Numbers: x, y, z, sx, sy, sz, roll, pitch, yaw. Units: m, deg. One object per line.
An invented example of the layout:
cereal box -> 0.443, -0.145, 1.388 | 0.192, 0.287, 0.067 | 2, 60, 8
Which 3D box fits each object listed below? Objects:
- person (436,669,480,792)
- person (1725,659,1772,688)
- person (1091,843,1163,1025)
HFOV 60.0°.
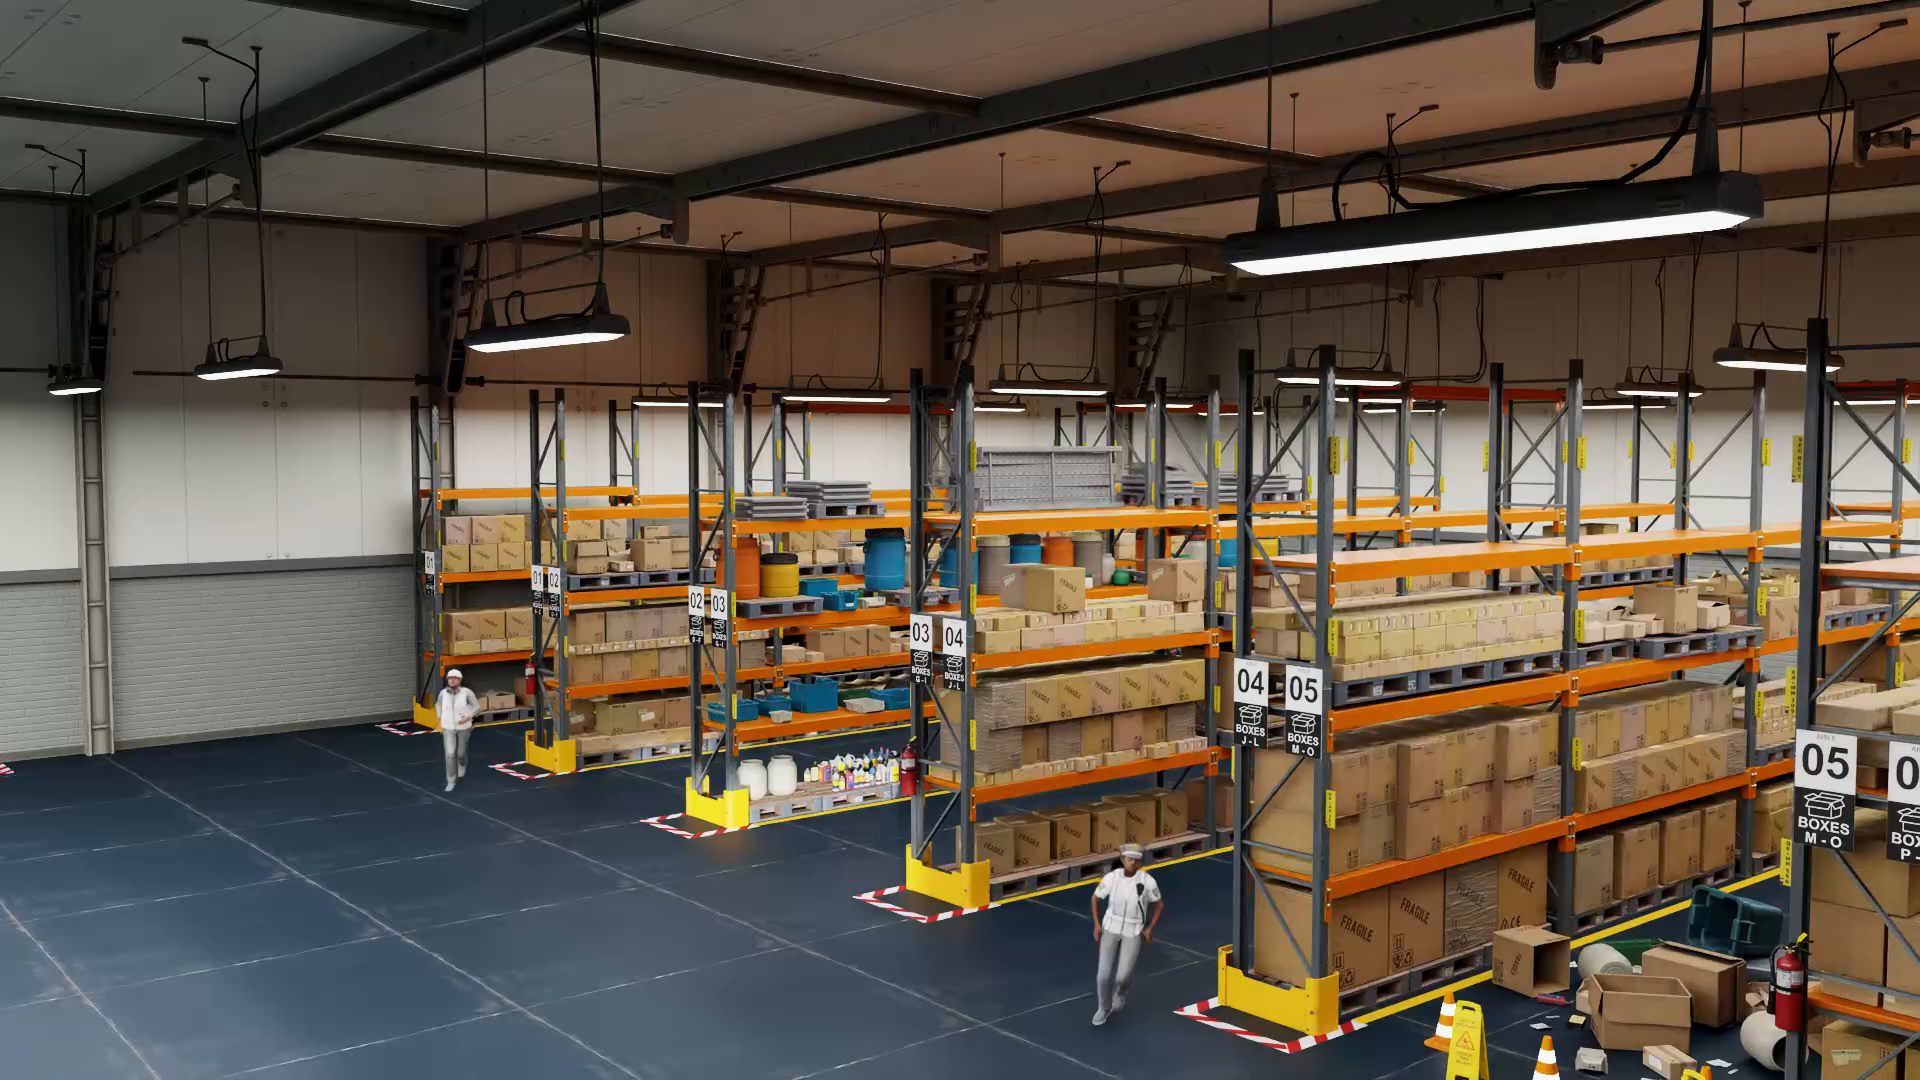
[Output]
person -> -7.521, 2.817, 24.916 | 0.669, 1.799, 0.834 | 0, 3, -8
person -> 13.126, 2.728, 27.591 | 0.787, 1.662, 0.696 | 1, 4, 22
person -> 1.462, 3.491, 14.728 | 0.636, 1.645, 0.482 | 1, 3, 15
